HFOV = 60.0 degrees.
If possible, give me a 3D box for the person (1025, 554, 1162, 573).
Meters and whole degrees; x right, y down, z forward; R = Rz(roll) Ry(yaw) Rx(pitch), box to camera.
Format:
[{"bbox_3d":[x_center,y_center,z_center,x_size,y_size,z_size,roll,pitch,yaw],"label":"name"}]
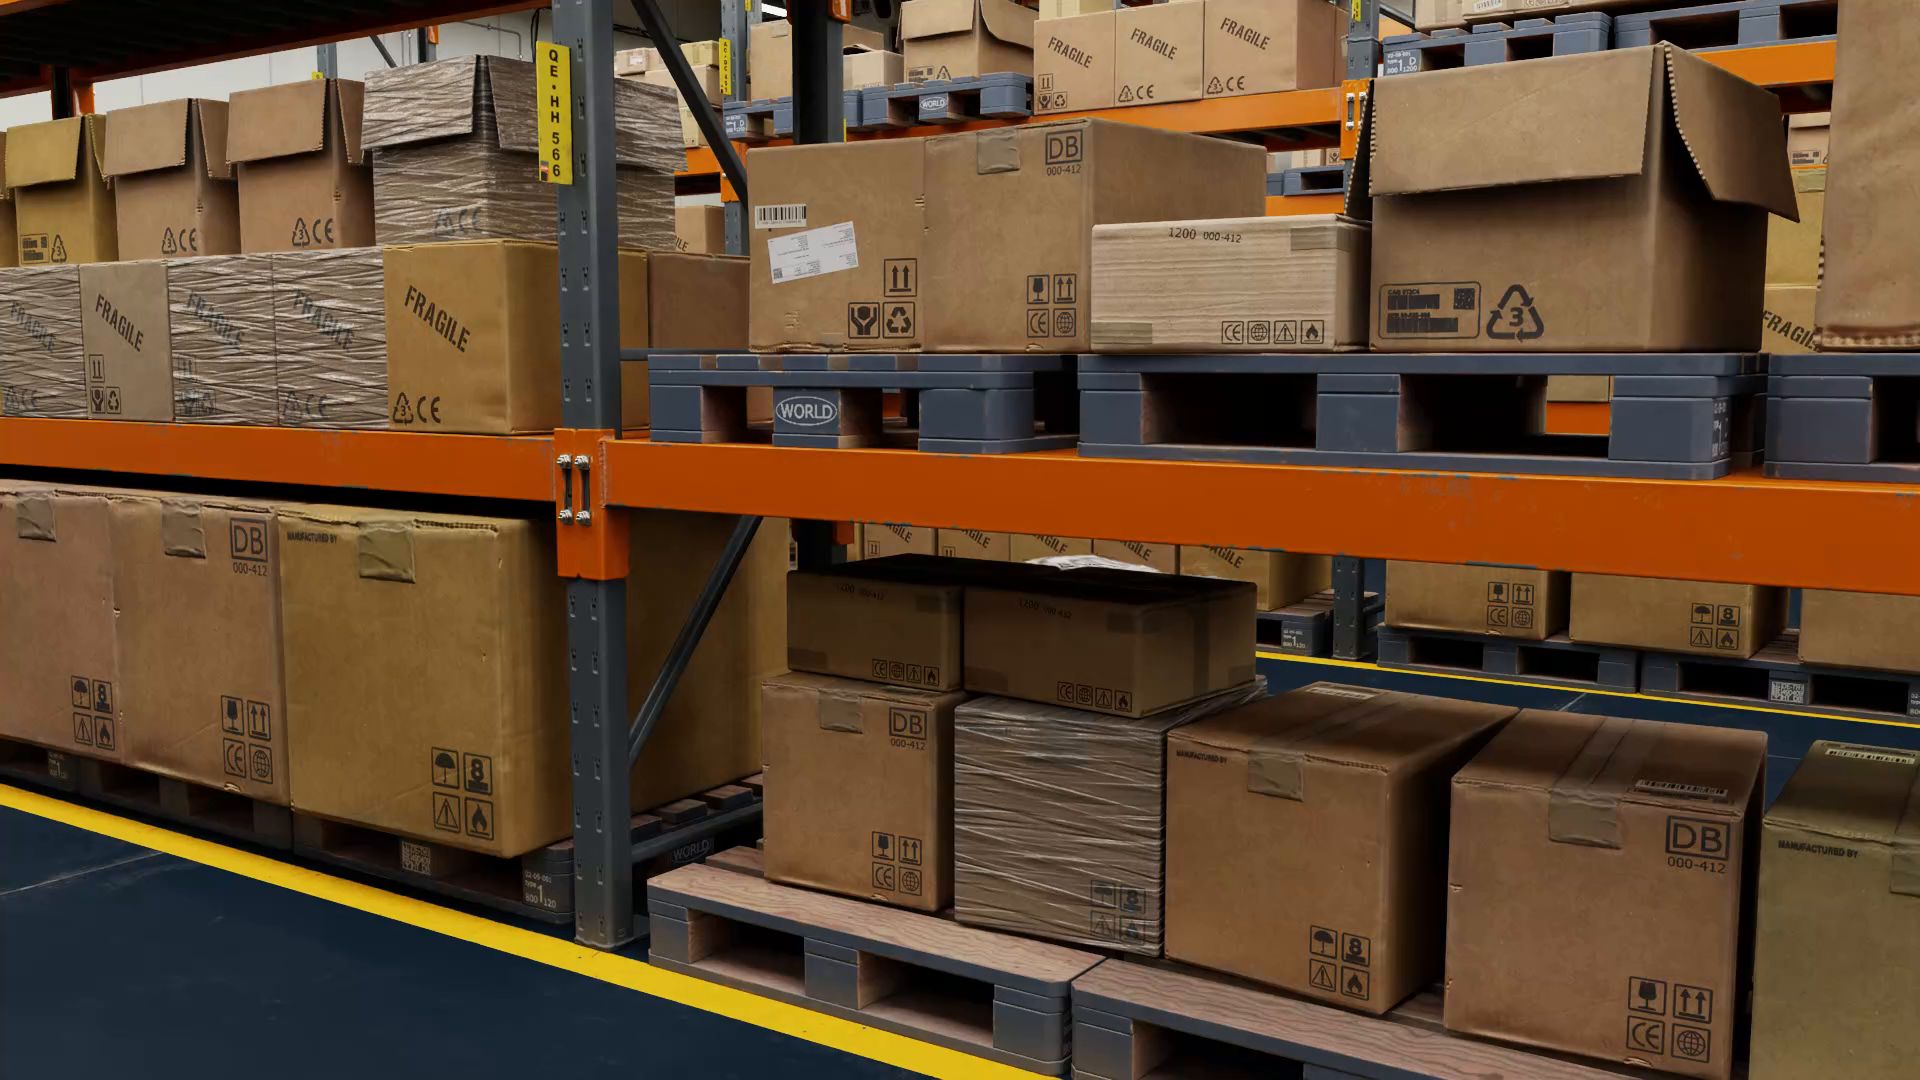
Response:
[{"bbox_3d":[0.523,0.492,5.564,0.528,0.855,1.030,-5,8,-39],"label":"person"}]
